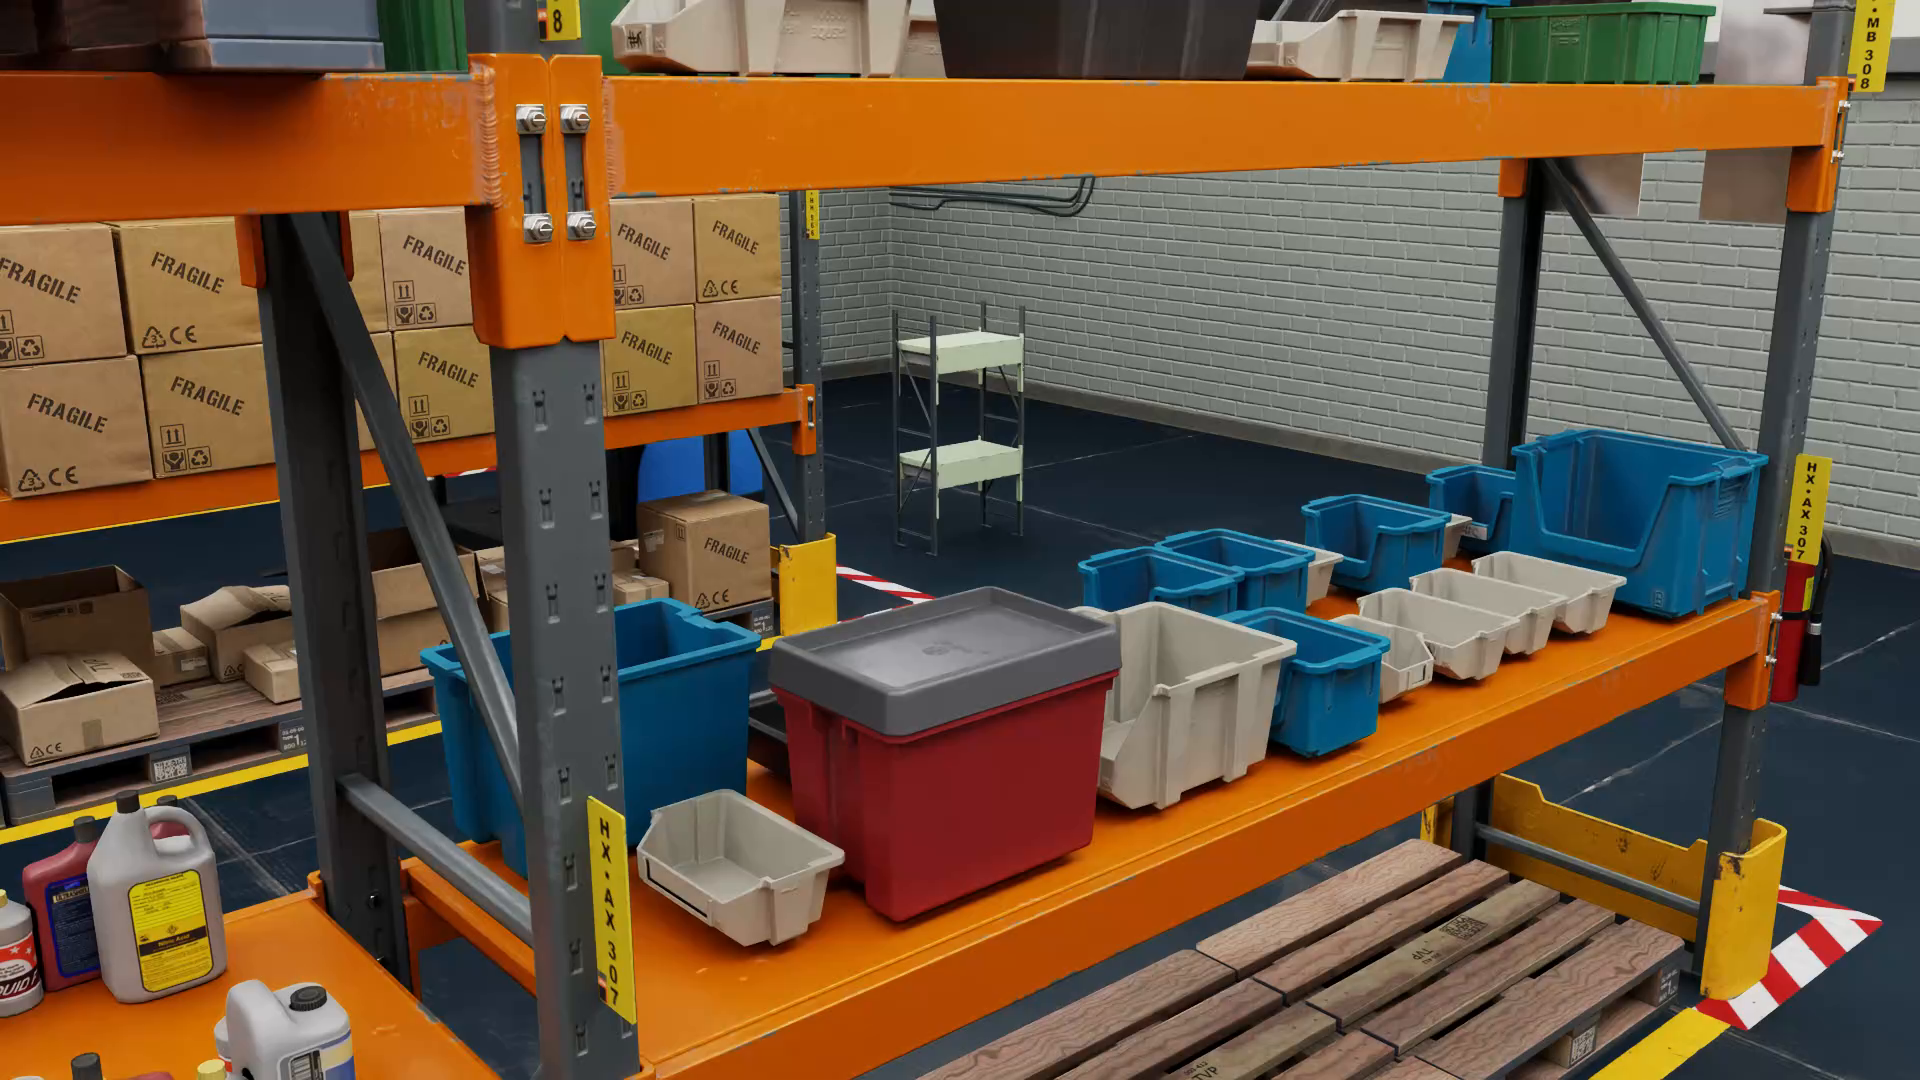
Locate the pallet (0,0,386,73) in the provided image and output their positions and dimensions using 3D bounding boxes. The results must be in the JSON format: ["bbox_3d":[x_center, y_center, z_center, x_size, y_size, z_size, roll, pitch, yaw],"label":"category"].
[{"bbox_3d":[-1.389,-0.645,1.906,1.003,0.211,1.213,-13,19,-39],"label":"pallet"}]

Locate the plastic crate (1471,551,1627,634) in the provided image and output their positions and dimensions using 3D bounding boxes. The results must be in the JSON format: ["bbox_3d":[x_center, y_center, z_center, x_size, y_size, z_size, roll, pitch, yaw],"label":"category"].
[{"bbox_3d":[1.659,0.155,4.751,0.243,0.136,0.396,-13,19,-39],"label":"plastic crate"}]

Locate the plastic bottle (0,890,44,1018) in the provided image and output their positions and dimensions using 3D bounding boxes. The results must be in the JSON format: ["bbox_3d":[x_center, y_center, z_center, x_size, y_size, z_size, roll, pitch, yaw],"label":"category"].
[{"bbox_3d":[-1.595,0.682,2.770,0.097,0.201,0.097,0,15,0],"label":"plastic bottle"}]

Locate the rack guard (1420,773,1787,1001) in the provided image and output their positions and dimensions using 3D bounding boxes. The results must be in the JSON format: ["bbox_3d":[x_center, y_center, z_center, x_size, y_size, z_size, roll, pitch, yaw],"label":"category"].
[{"bbox_3d":[2.165,1.085,5.721,0.348,0.500,1.175,-13,19,-39],"label":"rack guard"}]

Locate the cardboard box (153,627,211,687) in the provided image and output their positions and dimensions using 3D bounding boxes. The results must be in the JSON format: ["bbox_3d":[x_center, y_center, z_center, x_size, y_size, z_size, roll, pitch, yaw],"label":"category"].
[{"bbox_3d":[-3.624,0.534,7.610,0.250,0.149,0.380,-13,19,-39],"label":"cardboard box"}]

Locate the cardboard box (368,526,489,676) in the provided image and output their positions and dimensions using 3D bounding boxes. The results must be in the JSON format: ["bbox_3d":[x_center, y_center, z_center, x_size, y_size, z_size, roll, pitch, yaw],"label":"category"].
[{"bbox_3d":[-2.697,0.270,7.910,0.637,0.503,0.797,-13,19,-39],"label":"cardboard box"}]

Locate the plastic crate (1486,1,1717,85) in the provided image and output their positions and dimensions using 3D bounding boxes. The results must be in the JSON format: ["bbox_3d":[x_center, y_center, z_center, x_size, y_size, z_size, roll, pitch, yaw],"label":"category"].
[{"bbox_3d":[1.599,-1.241,4.180,0.336,0.188,0.450,-13,19,-39],"label":"plastic crate"}]

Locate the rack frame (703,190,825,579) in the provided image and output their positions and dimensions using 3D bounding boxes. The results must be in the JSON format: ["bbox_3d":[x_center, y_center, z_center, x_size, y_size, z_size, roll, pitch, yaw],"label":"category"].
[{"bbox_3d":[-1.093,-1.082,8.986,0.127,3.000,1.000,-13,19,-39],"label":"rack frame"}]

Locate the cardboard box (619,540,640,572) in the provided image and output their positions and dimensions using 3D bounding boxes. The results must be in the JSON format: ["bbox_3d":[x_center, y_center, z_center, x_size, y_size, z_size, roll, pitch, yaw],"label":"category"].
[{"bbox_3d":[-1.823,0.121,9.122,0.250,0.166,0.380,-13,19,-39],"label":"cardboard box"}]

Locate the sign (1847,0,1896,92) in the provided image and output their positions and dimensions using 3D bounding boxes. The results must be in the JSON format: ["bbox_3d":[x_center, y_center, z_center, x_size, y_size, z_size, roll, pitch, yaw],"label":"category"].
[{"bbox_3d":[2.529,-1.411,4.610,0.005,0.325,0.100,-13,19,-39],"label":"sign"}]

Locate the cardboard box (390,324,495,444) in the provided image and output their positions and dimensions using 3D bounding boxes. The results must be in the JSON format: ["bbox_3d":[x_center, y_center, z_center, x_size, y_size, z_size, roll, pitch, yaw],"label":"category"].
[{"bbox_3d":[-2.402,-0.744,7.528,0.500,0.500,0.500,-13,20,-40],"label":"cardboard box"}]

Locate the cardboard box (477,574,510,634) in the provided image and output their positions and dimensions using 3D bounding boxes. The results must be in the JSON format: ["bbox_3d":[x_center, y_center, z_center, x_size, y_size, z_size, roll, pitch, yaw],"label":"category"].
[{"bbox_3d":[-2.078,0.330,8.179,0.500,0.250,0.500,-13,19,-39],"label":"cardboard box"}]

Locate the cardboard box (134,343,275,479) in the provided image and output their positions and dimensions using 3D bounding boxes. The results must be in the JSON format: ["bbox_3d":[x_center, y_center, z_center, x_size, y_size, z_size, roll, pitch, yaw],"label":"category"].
[{"bbox_3d":[-3.163,-0.573,6.888,0.500,0.500,0.500,-12,19,-38],"label":"cardboard box"}]

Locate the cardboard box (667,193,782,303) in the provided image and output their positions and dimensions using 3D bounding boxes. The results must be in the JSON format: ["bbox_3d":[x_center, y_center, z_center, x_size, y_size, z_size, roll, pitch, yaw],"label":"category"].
[{"bbox_3d":[-1.249,-1.484,8.362,0.500,0.500,0.500,-13,20,-40],"label":"cardboard box"}]

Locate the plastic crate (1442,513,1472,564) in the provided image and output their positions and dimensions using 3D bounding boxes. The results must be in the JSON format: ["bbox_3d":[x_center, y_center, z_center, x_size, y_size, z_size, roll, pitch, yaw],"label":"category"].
[{"bbox_3d":[1.457,-0.002,5.340,0.298,0.136,0.250,-13,19,-39],"label":"plastic crate"}]

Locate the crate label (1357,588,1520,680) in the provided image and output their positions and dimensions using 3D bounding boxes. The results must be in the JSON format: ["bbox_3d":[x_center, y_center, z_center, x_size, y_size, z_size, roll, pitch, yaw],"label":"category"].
[{"bbox_3d":[1.237,0.253,4.383,0.243,0.136,0.396,-13,19,-39],"label":"crate label"}]

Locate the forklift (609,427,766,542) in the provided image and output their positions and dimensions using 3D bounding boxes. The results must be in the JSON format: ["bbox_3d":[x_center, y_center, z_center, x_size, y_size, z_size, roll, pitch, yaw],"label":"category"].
[{"bbox_3d":[-2.619,-1.245,9.733,1.130,2.935,3.031,13,20,40],"label":"forklift"}]

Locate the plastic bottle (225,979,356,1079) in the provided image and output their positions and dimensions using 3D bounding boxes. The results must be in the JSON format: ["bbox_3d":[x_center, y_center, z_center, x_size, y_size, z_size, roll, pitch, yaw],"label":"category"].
[{"bbox_3d":[-0.947,0.751,2.367,0.135,0.276,0.152,-13,19,-39],"label":"plastic bottle"}]

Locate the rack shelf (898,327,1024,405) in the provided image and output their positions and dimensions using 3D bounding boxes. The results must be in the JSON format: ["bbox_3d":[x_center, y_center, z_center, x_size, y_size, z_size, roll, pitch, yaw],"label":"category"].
[{"bbox_3d":[-0.005,-1.100,10.451,0.720,0.370,0.431,-13,19,-39],"label":"rack shelf"}]

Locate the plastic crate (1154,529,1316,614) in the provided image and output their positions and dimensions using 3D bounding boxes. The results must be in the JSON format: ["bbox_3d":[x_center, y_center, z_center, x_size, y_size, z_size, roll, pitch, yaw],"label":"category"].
[{"bbox_3d":[0.760,0.136,4.636,0.300,0.233,0.416,-13,19,-39],"label":"plastic crate"}]

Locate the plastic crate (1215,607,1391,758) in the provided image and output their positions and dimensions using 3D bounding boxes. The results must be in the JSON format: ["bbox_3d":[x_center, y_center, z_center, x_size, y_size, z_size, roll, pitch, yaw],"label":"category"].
[{"bbox_3d":[0.774,0.333,3.898,0.300,0.233,0.416,-13,19,-39],"label":"plastic crate"}]

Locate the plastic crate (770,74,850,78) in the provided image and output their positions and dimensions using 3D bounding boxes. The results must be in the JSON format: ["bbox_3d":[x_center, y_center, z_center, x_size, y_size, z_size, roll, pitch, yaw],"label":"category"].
[{"bbox_3d":[-0.385,-1.024,3.282,0.300,0.233,0.416,-13,19,-39],"label":"plastic crate"}]

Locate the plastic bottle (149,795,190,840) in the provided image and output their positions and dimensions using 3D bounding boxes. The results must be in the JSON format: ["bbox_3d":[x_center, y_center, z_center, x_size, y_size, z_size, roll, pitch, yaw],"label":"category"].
[{"bbox_3d":[-1.419,0.596,2.930,0.133,0.283,0.061,-13,19,-39],"label":"plastic bottle"}]

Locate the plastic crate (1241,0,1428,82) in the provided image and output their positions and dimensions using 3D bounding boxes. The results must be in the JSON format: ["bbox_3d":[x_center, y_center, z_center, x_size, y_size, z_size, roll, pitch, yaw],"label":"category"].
[{"bbox_3d":[0.822,-1.330,4.226,0.767,0.338,0.504,-13,19,-39],"label":"plastic crate"}]

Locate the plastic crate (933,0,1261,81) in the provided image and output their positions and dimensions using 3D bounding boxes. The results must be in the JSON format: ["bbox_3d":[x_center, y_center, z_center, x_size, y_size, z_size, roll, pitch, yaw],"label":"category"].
[{"bbox_3d":[0.255,-0.982,3.055,0.590,0.269,0.497,-13,19,-39],"label":"plastic crate"}]

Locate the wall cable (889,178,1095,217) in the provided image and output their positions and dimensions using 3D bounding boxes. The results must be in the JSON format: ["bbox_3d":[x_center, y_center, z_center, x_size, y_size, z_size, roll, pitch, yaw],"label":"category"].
[{"bbox_3d":[0.153,-4.332,15.547,0.112,2.526,3.097,-13,19,-39],"label":"wall cable"}]

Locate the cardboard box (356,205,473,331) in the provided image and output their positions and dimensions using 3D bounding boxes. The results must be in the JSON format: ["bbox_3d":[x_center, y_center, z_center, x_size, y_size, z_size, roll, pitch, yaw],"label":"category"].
[{"bbox_3d":[-2.405,-1.222,7.383,0.500,0.500,0.500,-12,19,-38],"label":"cardboard box"}]

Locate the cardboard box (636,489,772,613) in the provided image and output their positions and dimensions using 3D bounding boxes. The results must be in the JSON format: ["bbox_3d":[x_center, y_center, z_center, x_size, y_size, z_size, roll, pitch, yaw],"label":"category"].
[{"bbox_3d":[-1.342,0.054,8.728,0.500,0.500,0.500,-13,19,-39],"label":"cardboard box"}]

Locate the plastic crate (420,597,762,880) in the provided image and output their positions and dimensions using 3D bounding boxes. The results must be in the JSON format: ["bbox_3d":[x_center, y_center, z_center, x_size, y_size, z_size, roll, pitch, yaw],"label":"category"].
[{"bbox_3d":[-0.734,0.394,3.376,0.575,0.384,0.392,-13,19,-39],"label":"plastic crate"}]

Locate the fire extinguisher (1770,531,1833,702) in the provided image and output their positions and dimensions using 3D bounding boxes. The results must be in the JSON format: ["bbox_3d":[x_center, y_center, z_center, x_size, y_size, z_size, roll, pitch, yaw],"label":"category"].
[{"bbox_3d":[2.567,0.164,5.196,0.183,0.674,0.296,-13,19,-39],"label":"fire extinguisher"}]

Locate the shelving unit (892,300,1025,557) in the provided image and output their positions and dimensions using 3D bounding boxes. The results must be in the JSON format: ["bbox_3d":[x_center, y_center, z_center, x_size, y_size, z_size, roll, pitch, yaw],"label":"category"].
[{"bbox_3d":[-0.005,-0.723,10.552,0.755,1.500,0.431,-13,19,-39],"label":"shelving unit"}]

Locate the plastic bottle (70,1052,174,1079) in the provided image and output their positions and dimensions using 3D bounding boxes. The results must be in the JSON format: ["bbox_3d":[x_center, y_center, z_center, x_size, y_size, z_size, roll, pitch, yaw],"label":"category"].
[{"bbox_3d":[-1.092,0.795,2.187,0.133,0.283,0.061,-13,19,-39],"label":"plastic bottle"}]

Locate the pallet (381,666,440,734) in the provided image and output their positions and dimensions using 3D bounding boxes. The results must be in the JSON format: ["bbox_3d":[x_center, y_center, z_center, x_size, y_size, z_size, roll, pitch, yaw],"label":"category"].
[{"bbox_3d":[-2.671,0.620,8.022,1.213,0.211,1.003,-13,19,-39],"label":"pallet"}]

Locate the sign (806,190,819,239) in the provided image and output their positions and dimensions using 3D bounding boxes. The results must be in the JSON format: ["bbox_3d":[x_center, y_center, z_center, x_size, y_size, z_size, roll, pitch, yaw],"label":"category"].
[{"bbox_3d":[-0.744,-1.682,8.379,0.005,0.325,0.100,-13,19,-39],"label":"sign"}]

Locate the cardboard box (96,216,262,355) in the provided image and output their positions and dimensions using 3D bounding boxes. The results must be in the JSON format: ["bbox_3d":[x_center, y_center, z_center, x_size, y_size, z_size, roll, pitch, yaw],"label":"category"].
[{"bbox_3d":[-3.182,-1.048,6.729,0.500,0.500,0.500,-13,20,-41],"label":"cardboard box"}]

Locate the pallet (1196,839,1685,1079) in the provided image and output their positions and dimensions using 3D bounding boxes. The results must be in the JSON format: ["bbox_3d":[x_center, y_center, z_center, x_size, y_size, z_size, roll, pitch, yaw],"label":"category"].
[{"bbox_3d":[1.508,1.363,5.239,1.213,0.211,1.003,-13,19,-39],"label":"pallet"}]

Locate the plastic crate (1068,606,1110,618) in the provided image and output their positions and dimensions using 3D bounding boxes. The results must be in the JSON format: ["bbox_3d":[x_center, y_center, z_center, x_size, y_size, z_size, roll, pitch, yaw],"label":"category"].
[{"bbox_3d":[0.254,0.306,4.187,0.466,0.136,0.293,-13,19,-39],"label":"plastic crate"}]

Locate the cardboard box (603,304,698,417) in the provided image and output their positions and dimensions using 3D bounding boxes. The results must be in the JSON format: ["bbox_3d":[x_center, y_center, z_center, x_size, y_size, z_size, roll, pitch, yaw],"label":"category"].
[{"bbox_3d":[-1.642,-0.912,8.159,0.500,0.500,0.500,-12,19,-39],"label":"cardboard box"}]

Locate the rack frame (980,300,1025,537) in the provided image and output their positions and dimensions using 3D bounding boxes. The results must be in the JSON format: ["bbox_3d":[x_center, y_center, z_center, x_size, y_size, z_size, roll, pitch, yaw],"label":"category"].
[{"bbox_3d":[0.271,-0.785,10.784,0.023,1.500,0.400,-13,19,-39],"label":"rack frame"}]

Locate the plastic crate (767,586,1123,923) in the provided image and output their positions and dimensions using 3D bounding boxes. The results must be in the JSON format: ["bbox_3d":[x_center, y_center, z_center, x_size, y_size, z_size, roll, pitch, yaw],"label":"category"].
[{"bbox_3d":[-0.024,0.399,3.204,0.583,0.464,0.402,-13,19,-39],"label":"plastic crate"}]

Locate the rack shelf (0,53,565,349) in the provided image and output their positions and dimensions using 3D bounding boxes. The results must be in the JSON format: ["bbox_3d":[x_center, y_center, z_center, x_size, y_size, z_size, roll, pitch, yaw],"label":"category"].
[{"bbox_3d":[-2.371,-0.202,1.274,4.000,0.370,1.077,-13,19,-39],"label":"rack shelf"}]
